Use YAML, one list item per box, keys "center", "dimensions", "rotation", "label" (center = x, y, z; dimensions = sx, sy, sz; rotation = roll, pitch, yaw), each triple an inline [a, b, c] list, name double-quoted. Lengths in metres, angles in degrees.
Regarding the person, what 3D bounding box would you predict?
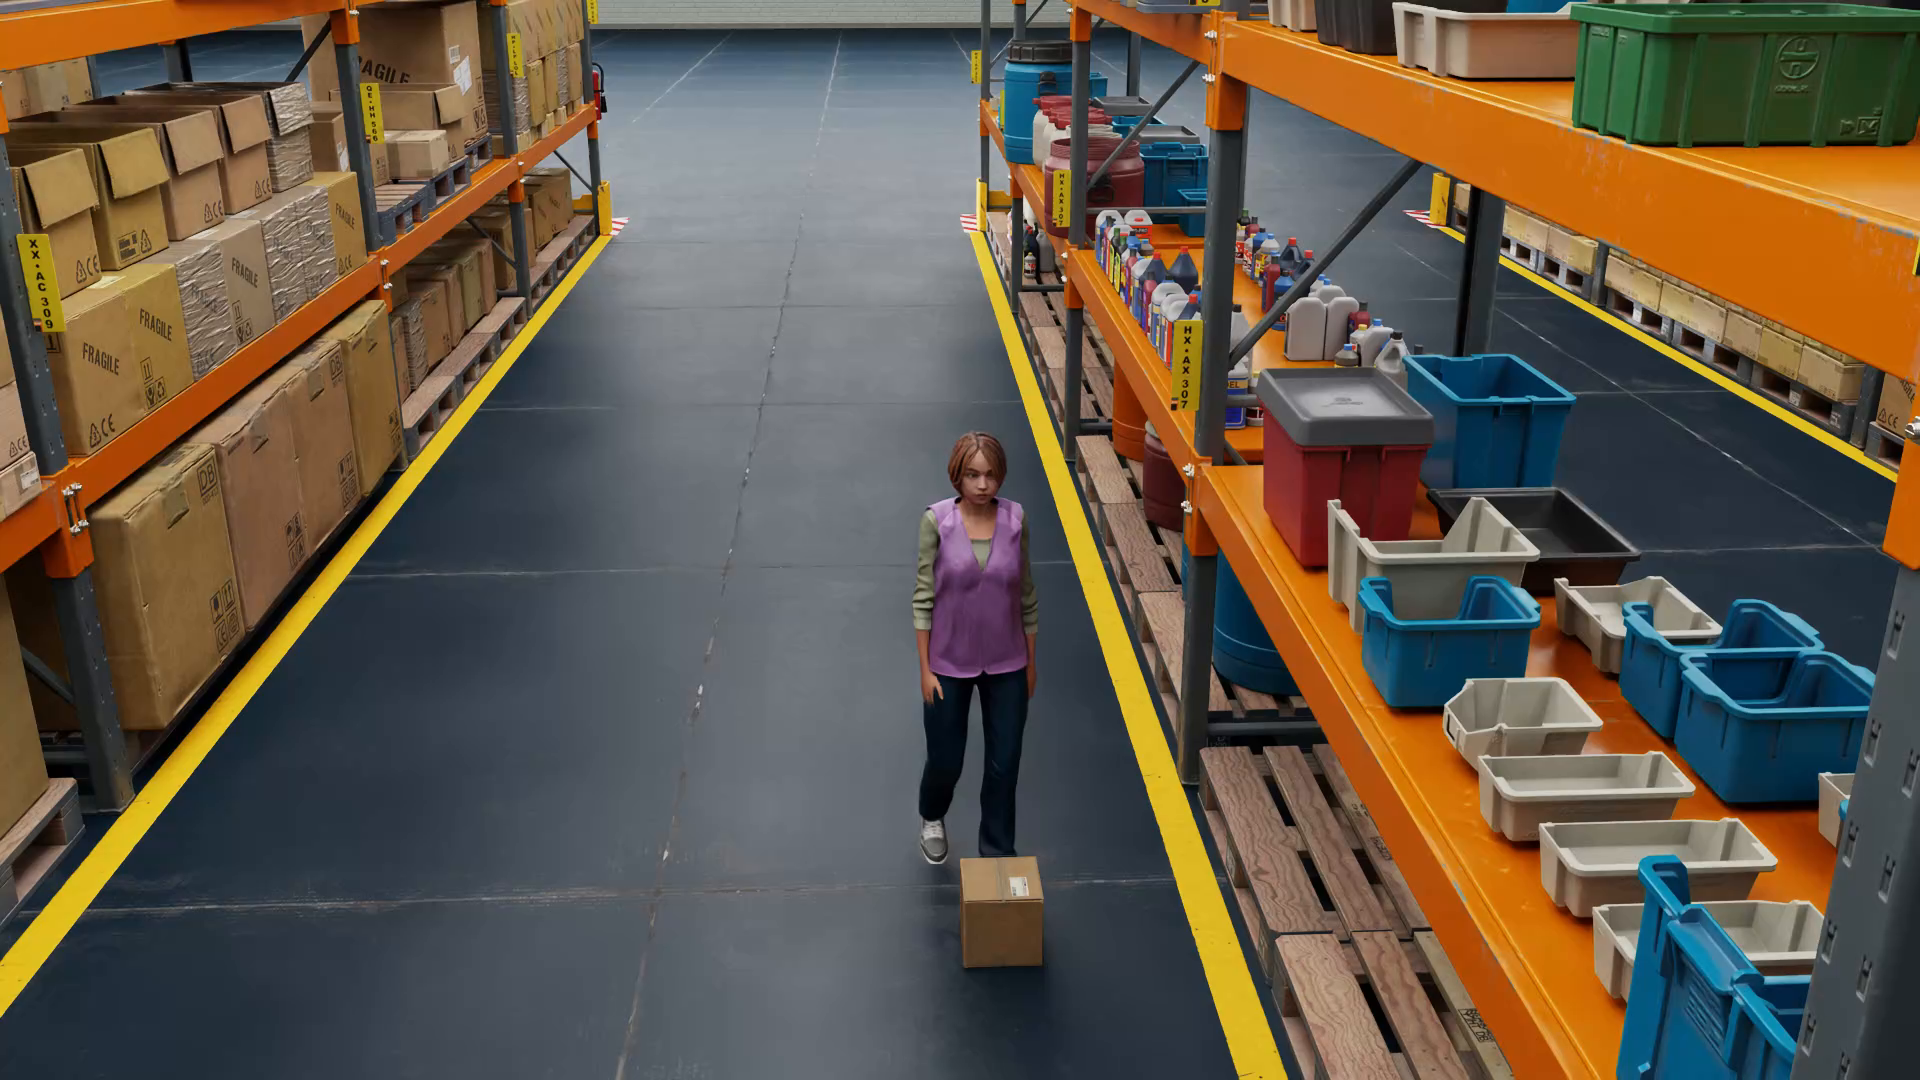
- center: [0.059, 0.424, 5.476]
  dimensions: [0.419, 1.591, 0.635]
  rotation: [-4, 21, -10]
  label: "person"
